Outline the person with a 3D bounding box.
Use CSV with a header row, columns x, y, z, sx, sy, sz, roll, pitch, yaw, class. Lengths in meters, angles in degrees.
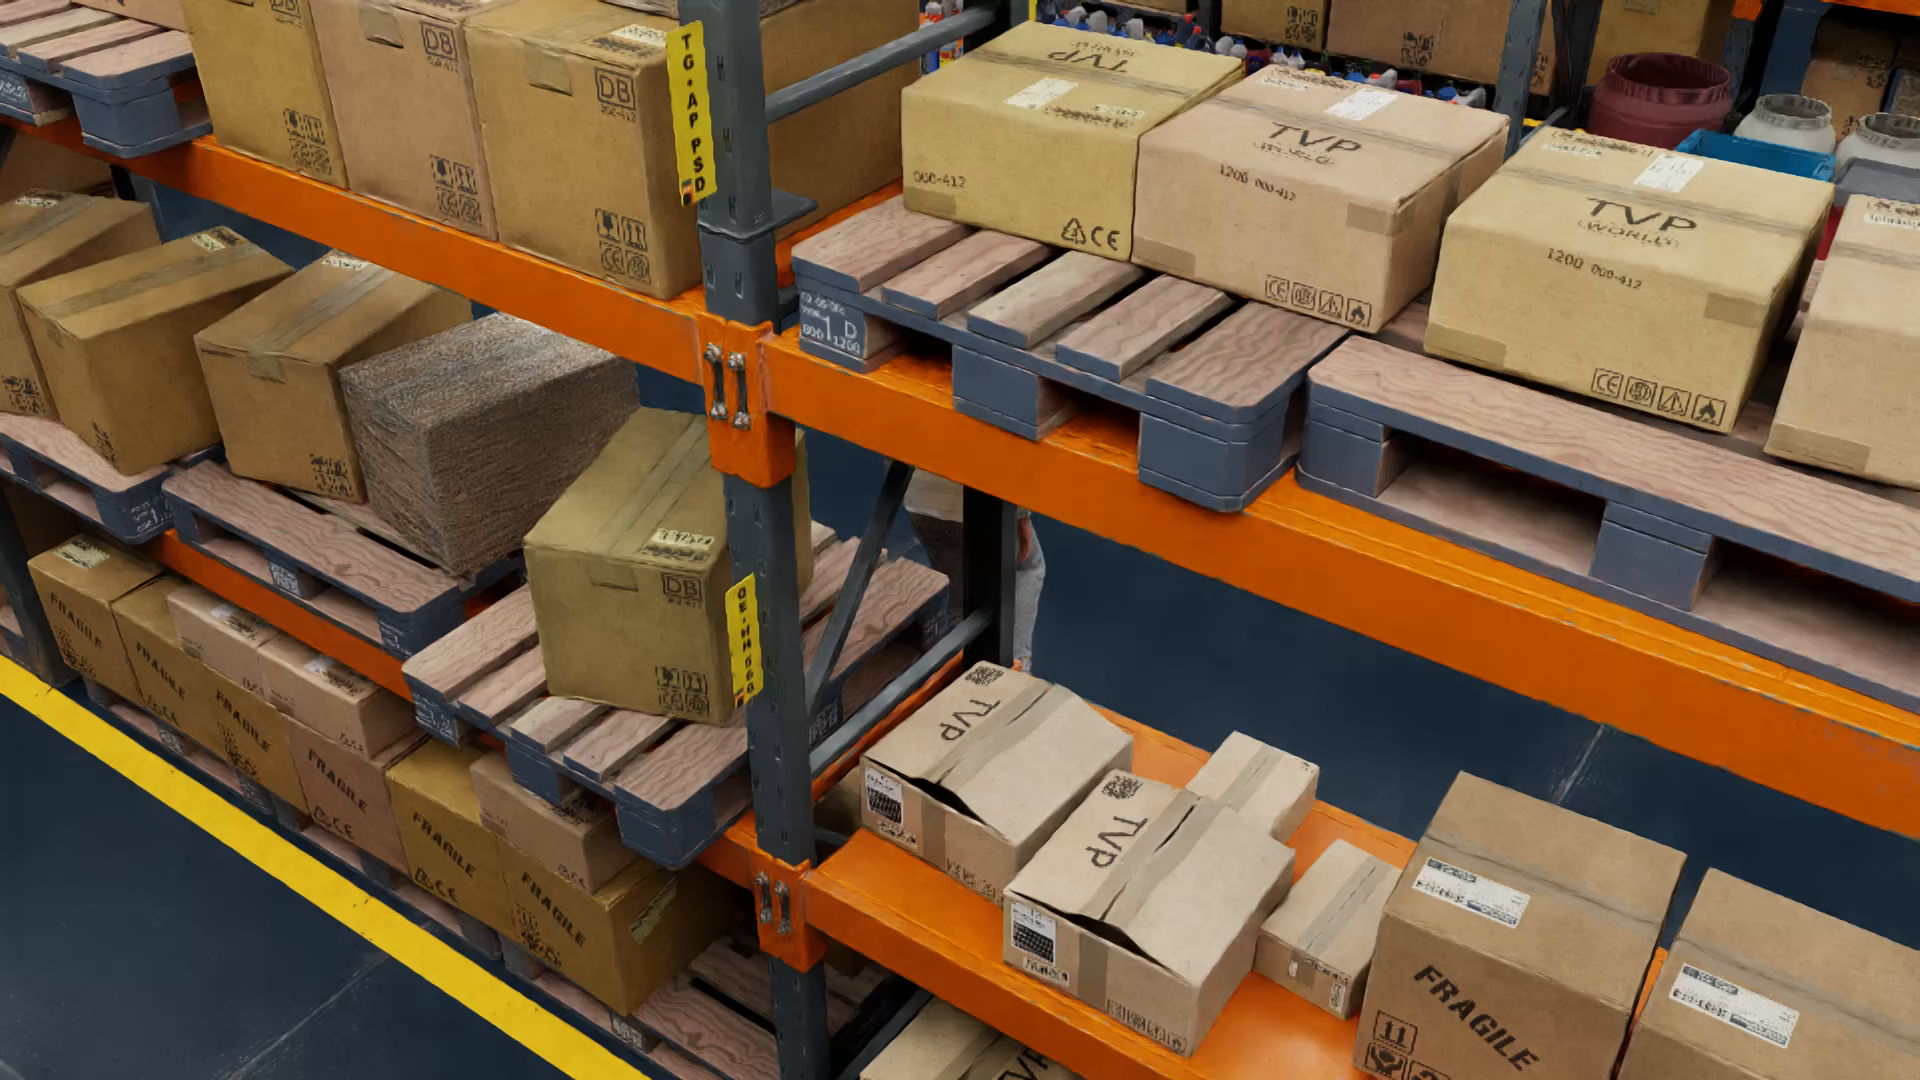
x,y,z,sx,sy,sz,roll,pitch,yaw,class
0.072,-0.145,6.321,0.729,1.765,0.448,17,38,24,person
